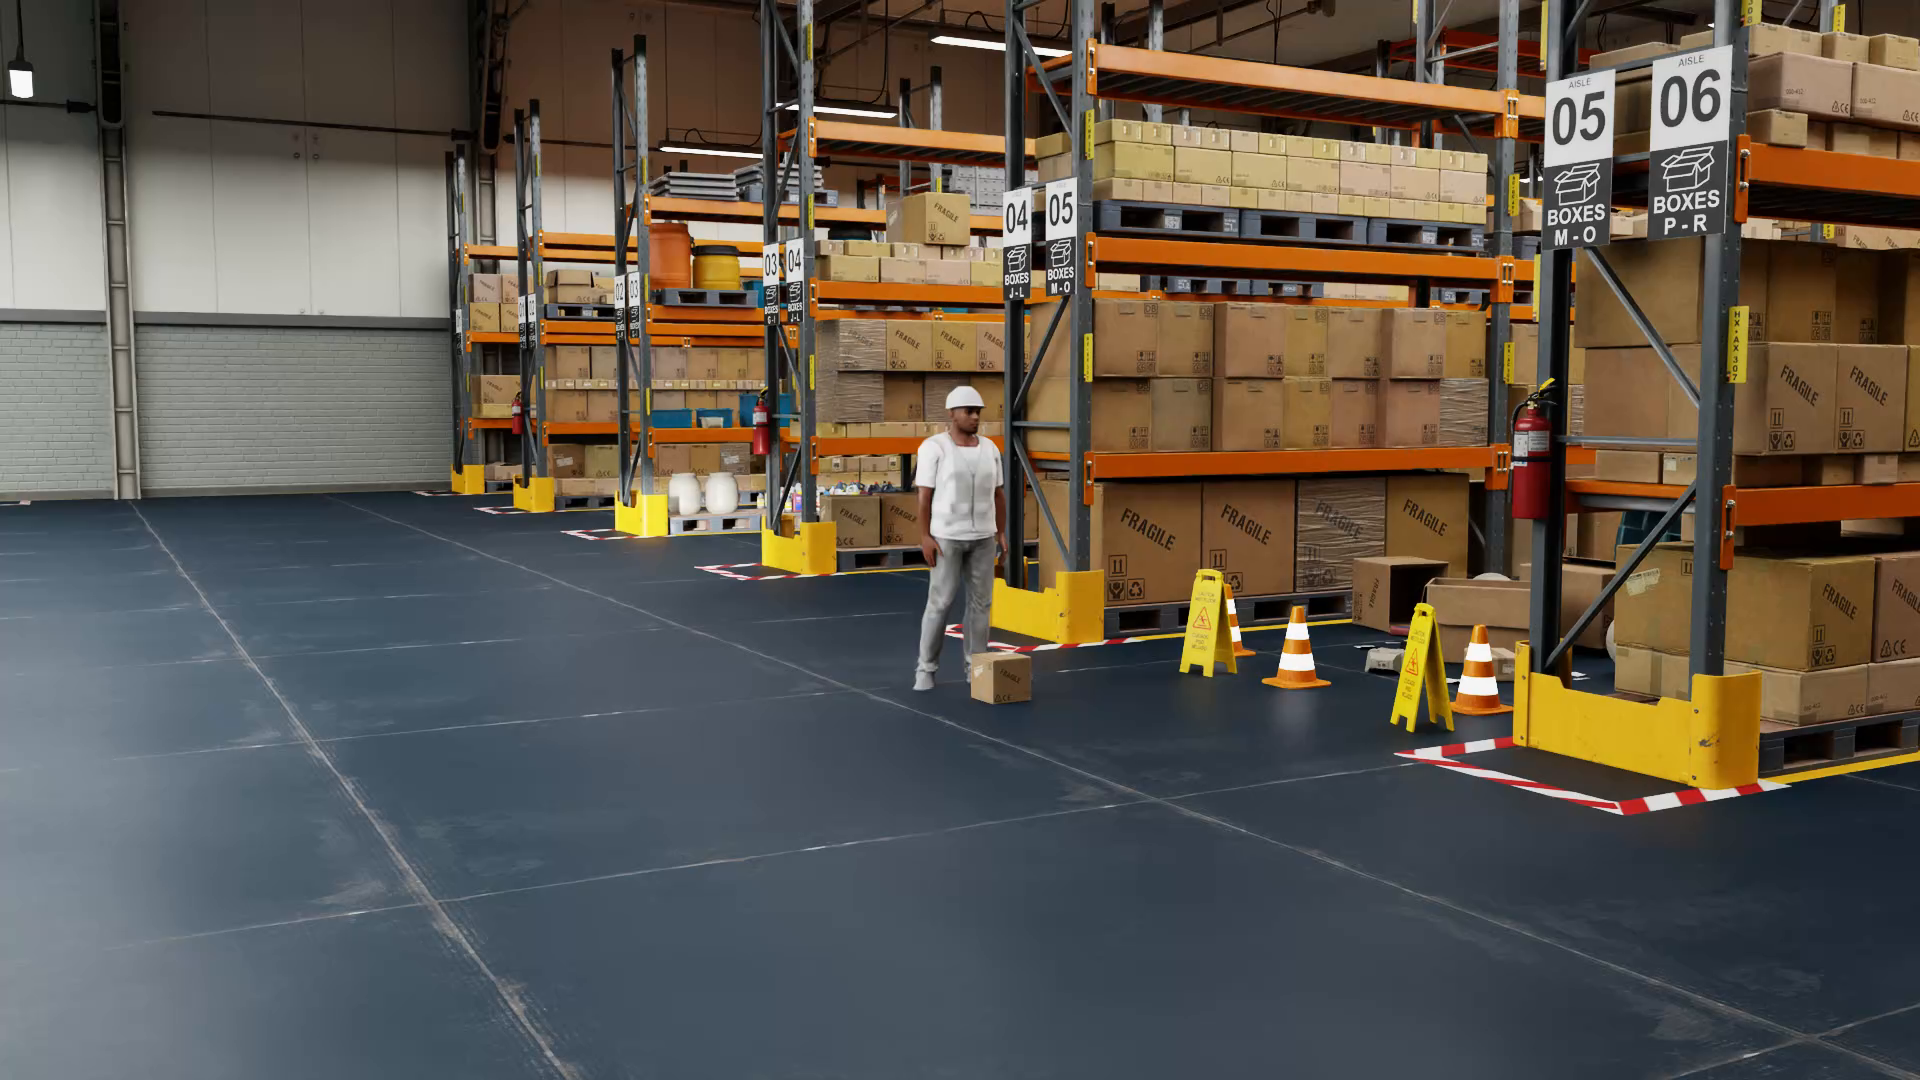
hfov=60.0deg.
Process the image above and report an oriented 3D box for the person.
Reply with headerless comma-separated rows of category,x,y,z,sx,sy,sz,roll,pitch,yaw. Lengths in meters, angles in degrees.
person,0.038,0.002,9.772,0.581,1.740,0.409,-3,6,-27
